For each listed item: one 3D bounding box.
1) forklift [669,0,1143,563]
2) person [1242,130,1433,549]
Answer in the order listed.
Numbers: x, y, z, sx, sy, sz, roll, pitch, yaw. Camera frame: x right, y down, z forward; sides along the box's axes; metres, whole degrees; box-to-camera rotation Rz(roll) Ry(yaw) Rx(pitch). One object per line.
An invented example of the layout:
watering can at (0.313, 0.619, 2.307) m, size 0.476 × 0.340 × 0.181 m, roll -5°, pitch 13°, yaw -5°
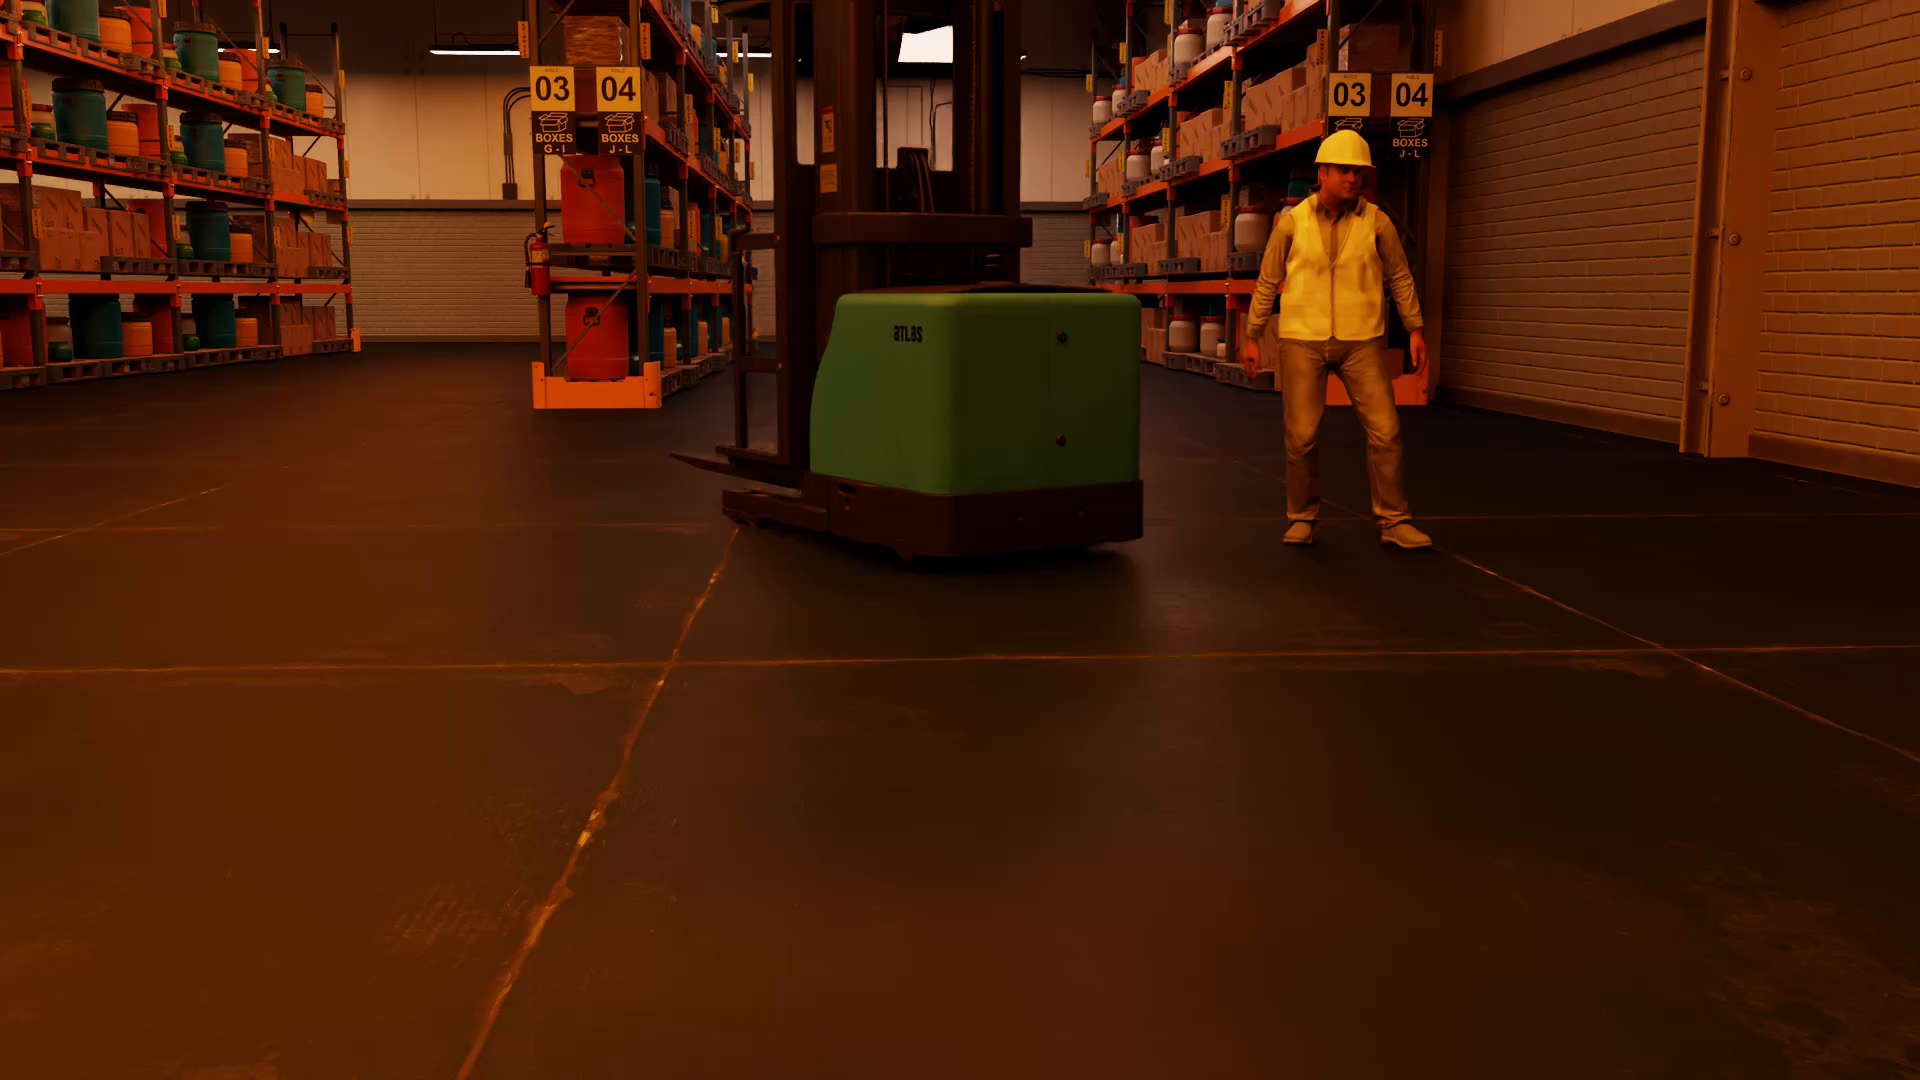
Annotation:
forklift at (-0.463, -1.534, 7.661) m, size 1.130 × 2.935 × 3.031 m, roll -5°, pitch 10°, yaw -32°
person at (1.615, -0.846, 7.077) m, size 0.814 × 1.746 × 0.438 m, roll 1°, pitch 9°, yaw 8°
